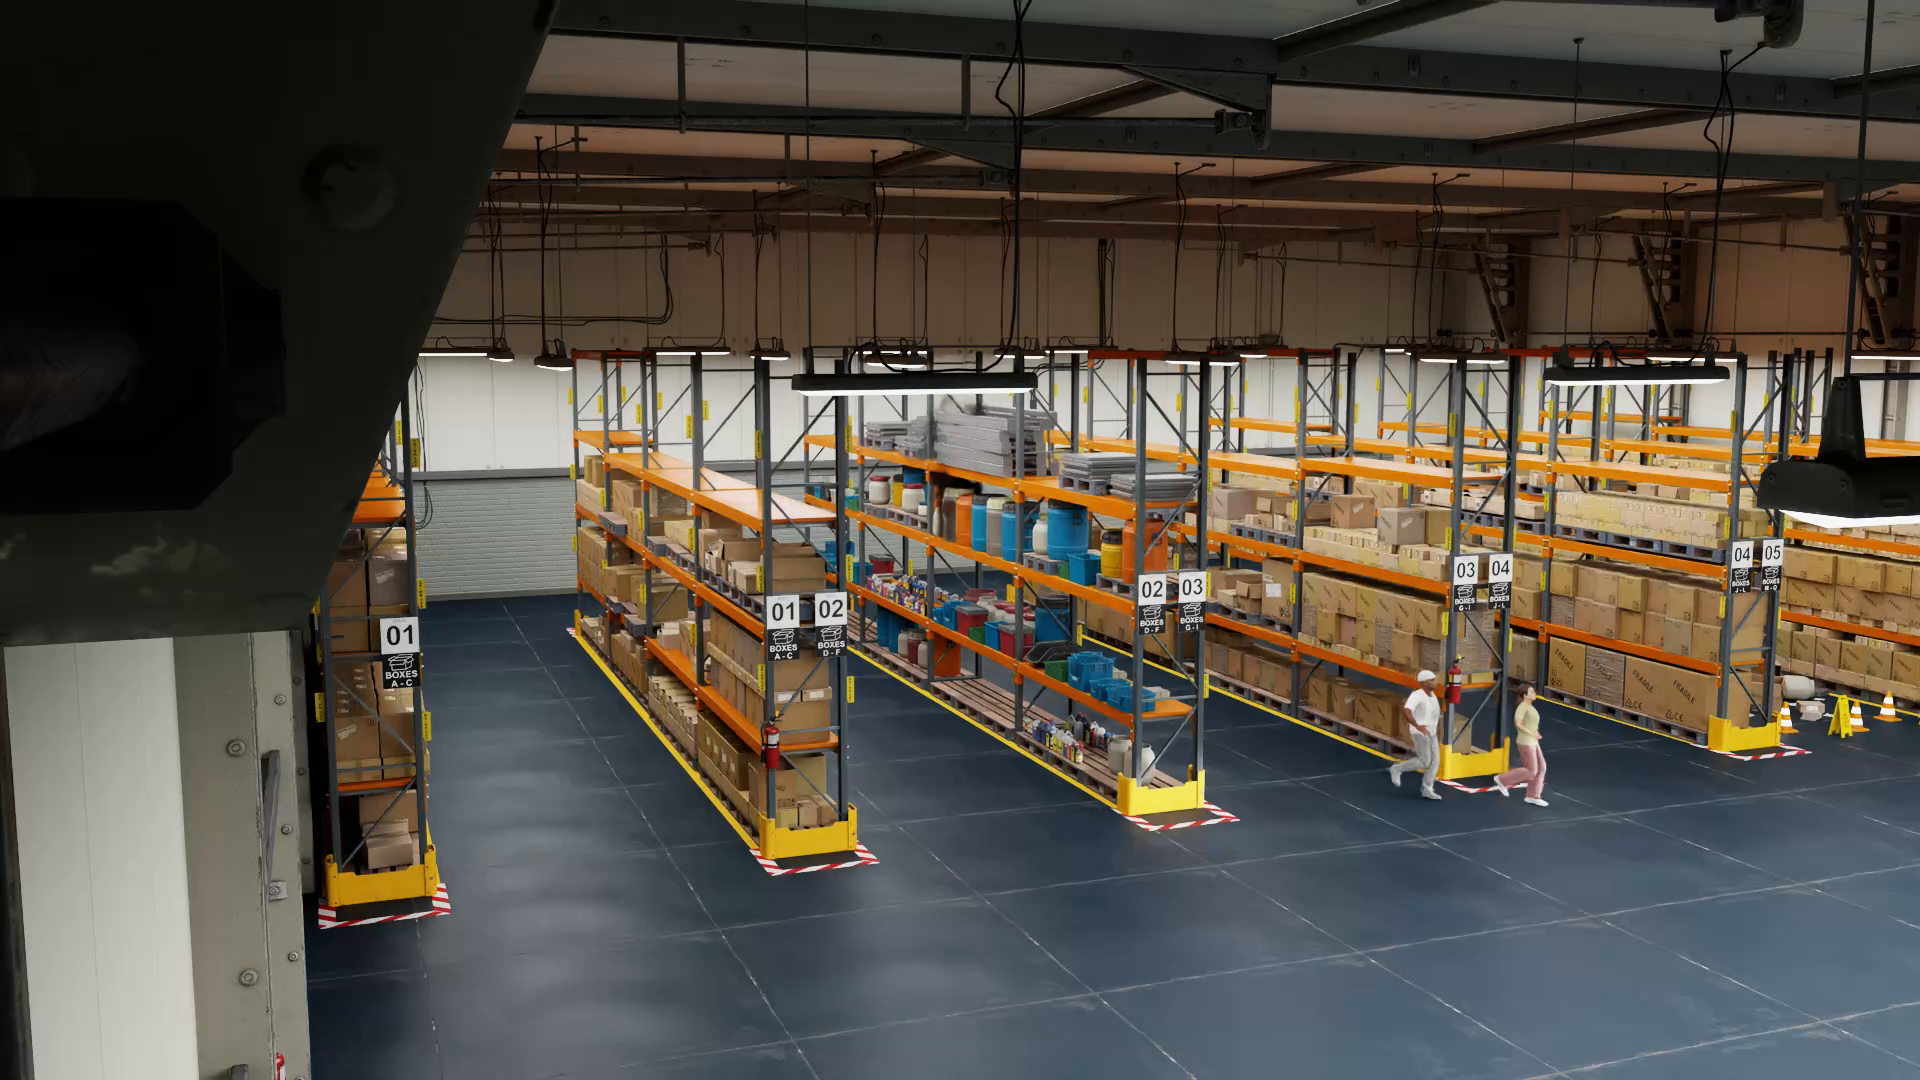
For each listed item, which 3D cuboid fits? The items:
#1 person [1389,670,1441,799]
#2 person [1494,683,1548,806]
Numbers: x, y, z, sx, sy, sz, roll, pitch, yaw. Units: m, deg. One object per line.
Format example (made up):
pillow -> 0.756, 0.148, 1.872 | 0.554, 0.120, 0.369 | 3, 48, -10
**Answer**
person -> 6.386, 2.648, 22.877 | 0.782, 1.710, 0.749 | 7, 10, 42
person -> 7.591, 2.753, 22.410 | 0.706, 1.644, 0.591 | 3, 8, 25
